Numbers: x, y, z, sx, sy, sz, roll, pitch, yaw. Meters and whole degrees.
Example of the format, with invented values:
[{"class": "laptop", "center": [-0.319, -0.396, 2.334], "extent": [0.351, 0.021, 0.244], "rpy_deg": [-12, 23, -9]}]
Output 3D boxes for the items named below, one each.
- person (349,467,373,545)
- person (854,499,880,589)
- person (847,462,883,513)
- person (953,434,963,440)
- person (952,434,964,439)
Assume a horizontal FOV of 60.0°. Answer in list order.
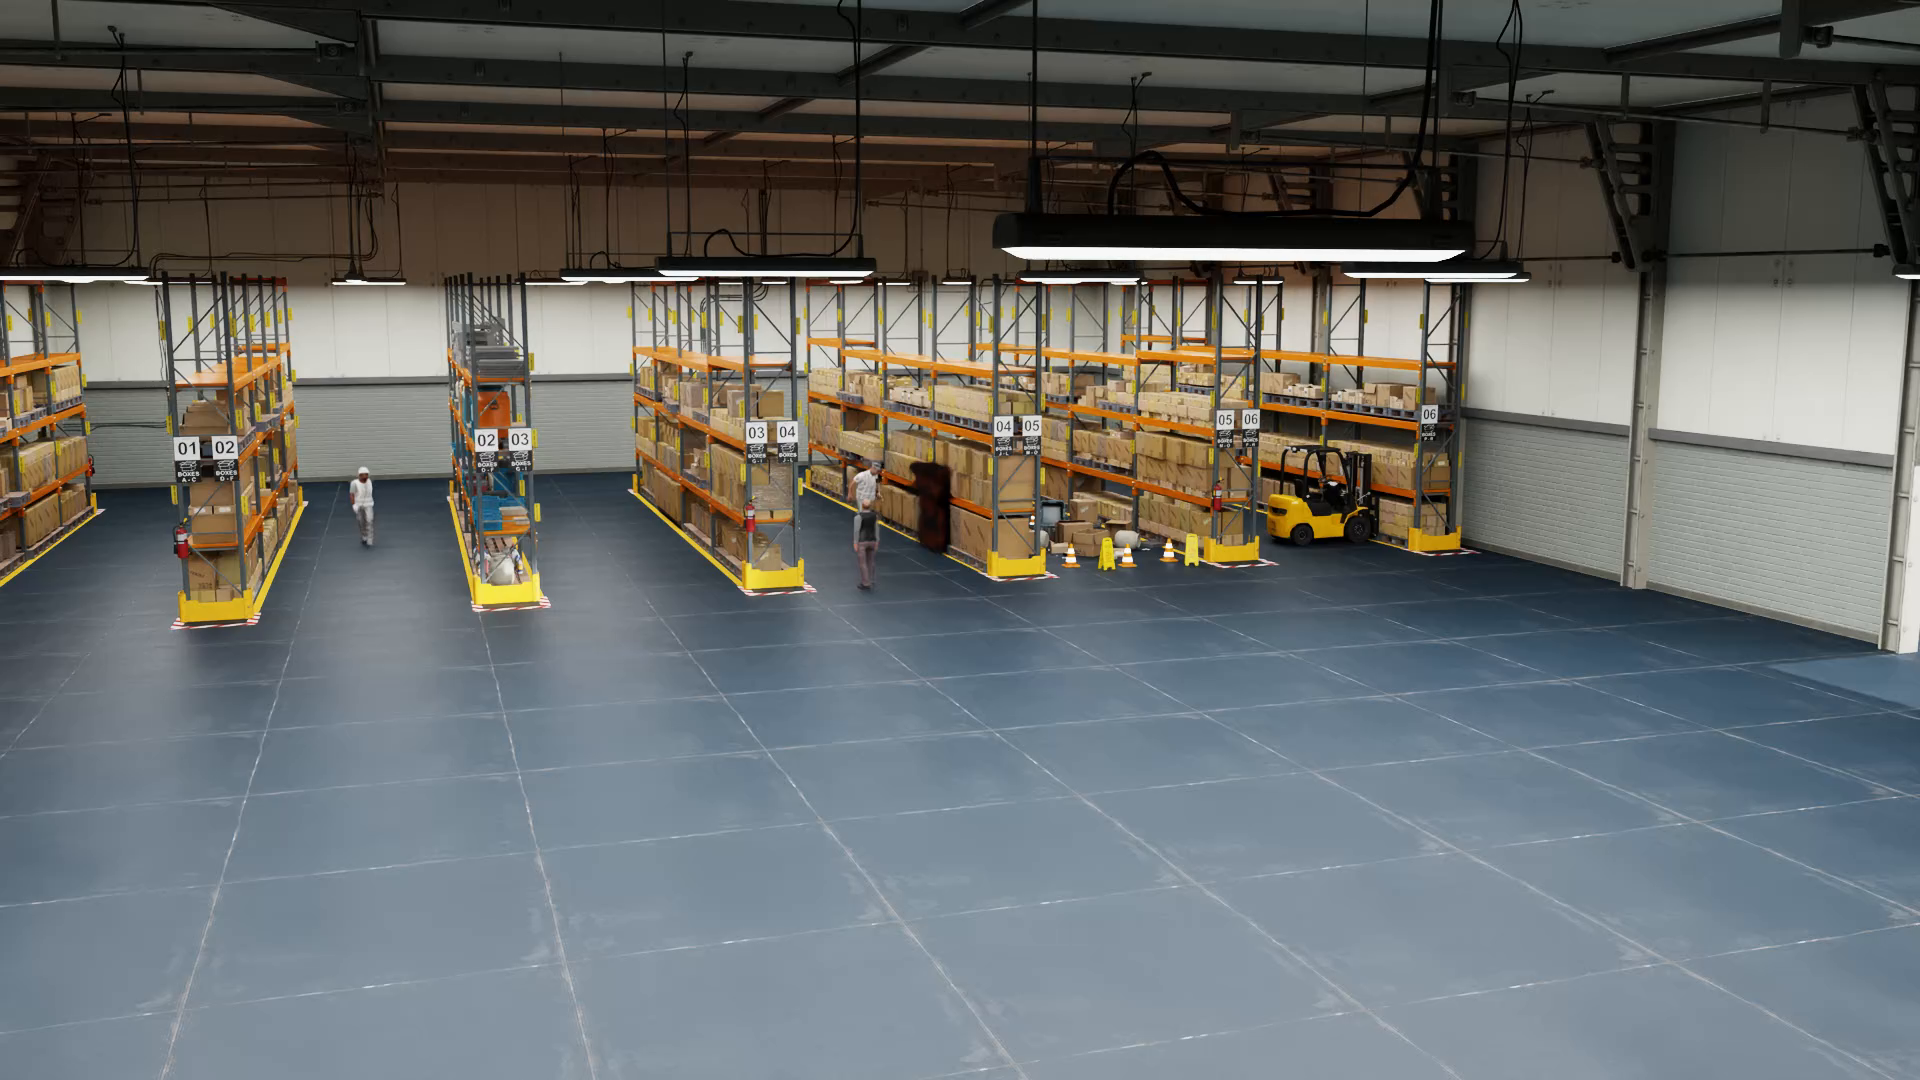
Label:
[{"class": "person", "center": [-13.403, -0.764, 37.262], "extent": [0.494, 1.729, 1.067], "rpy_deg": [-3, 9, -18]}, {"class": "person", "center": [-1.829, 0.067, 31.944], "extent": [0.528, 1.732, 0.550], "rpy_deg": [-6, 10, -33]}, {"class": "person", "center": [-2.089, -0.857, 36.387], "extent": [0.755, 1.709, 0.966], "rpy_deg": [-3, 9, -20]}, {"class": "person", "center": [-0.062, -2.340, 47.680], "extent": [0.366, 1.767, 0.674], "rpy_deg": [-3, 9, -21]}, {"class": "person", "center": [0.006, -2.919, 51.892], "extent": [0.623, 1.646, 0.517], "rpy_deg": [-5, 10, -32]}]
